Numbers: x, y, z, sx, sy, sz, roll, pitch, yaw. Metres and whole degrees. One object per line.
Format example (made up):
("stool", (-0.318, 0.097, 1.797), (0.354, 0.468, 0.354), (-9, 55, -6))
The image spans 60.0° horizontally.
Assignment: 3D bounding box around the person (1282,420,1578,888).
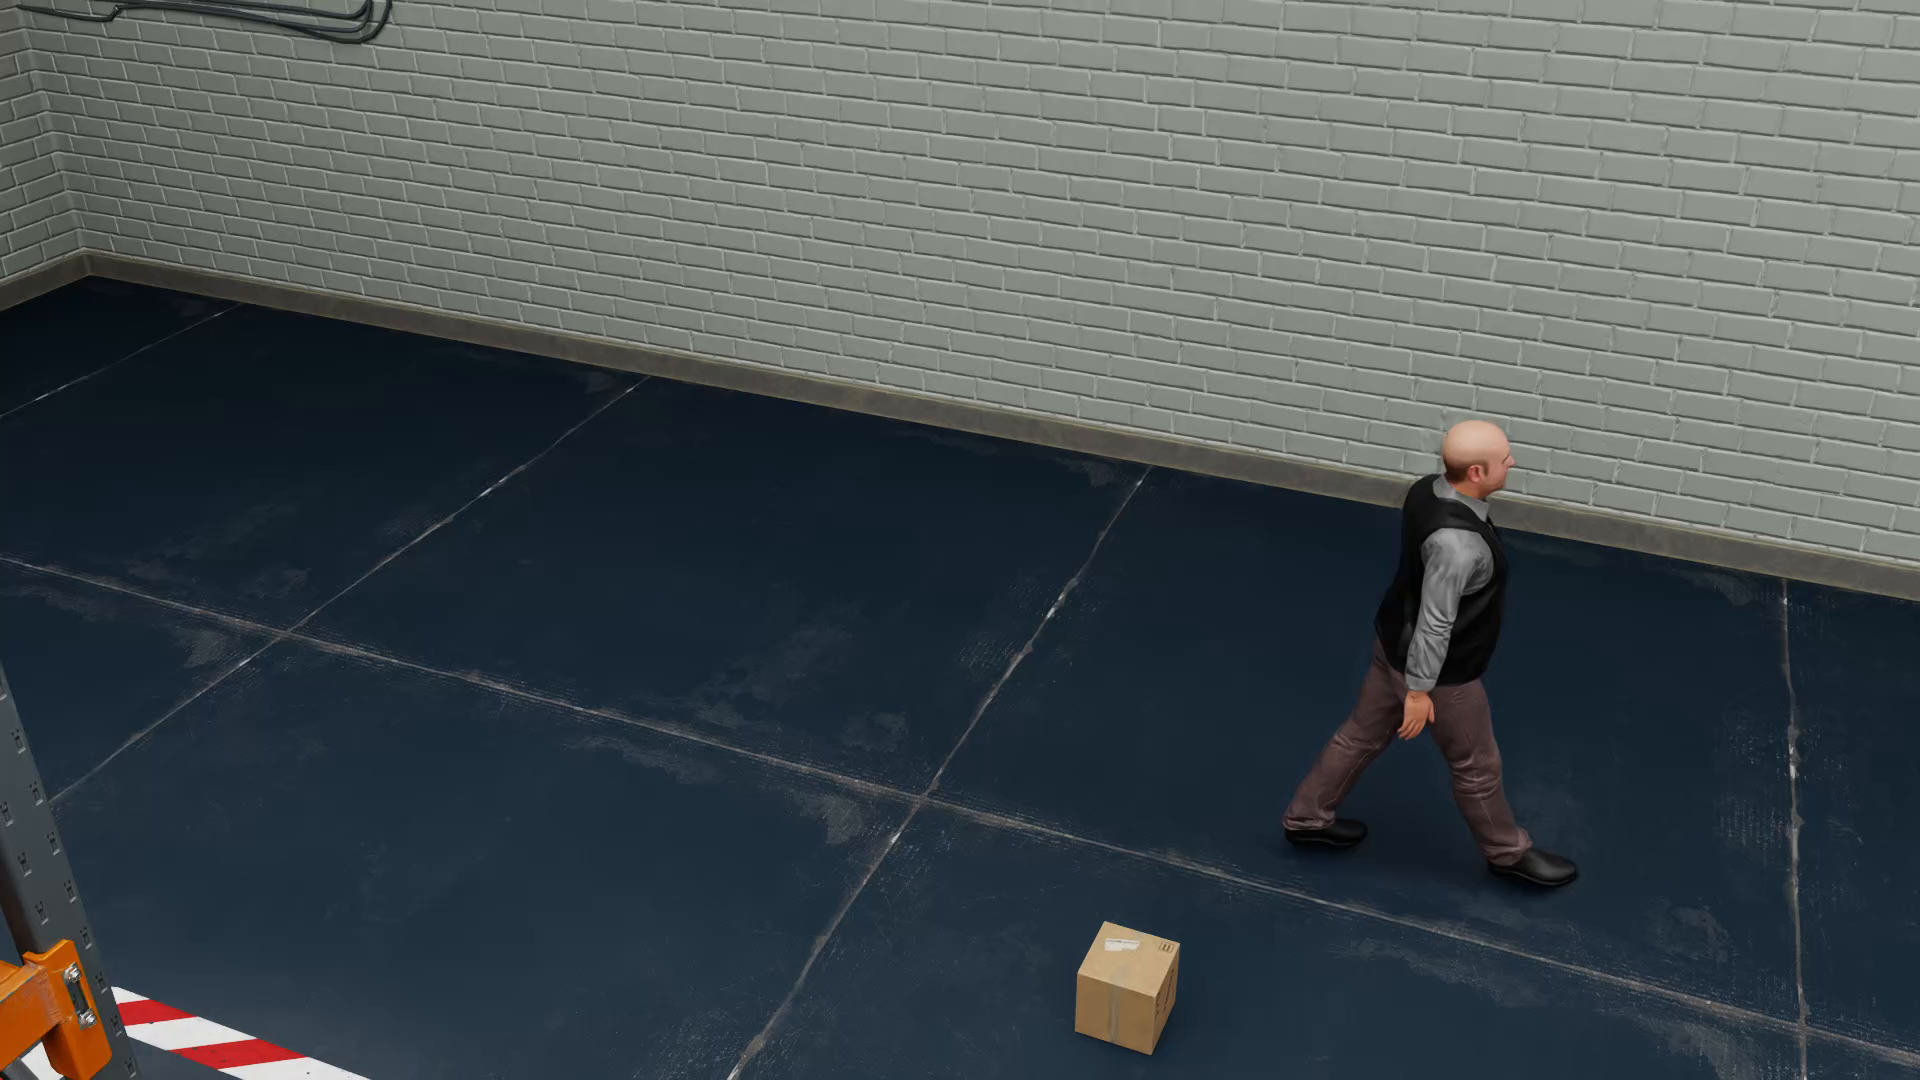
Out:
("person", (1.628, 0.370, 5.474), (0.985, 1.666, 0.585), (0, 29, 0))
